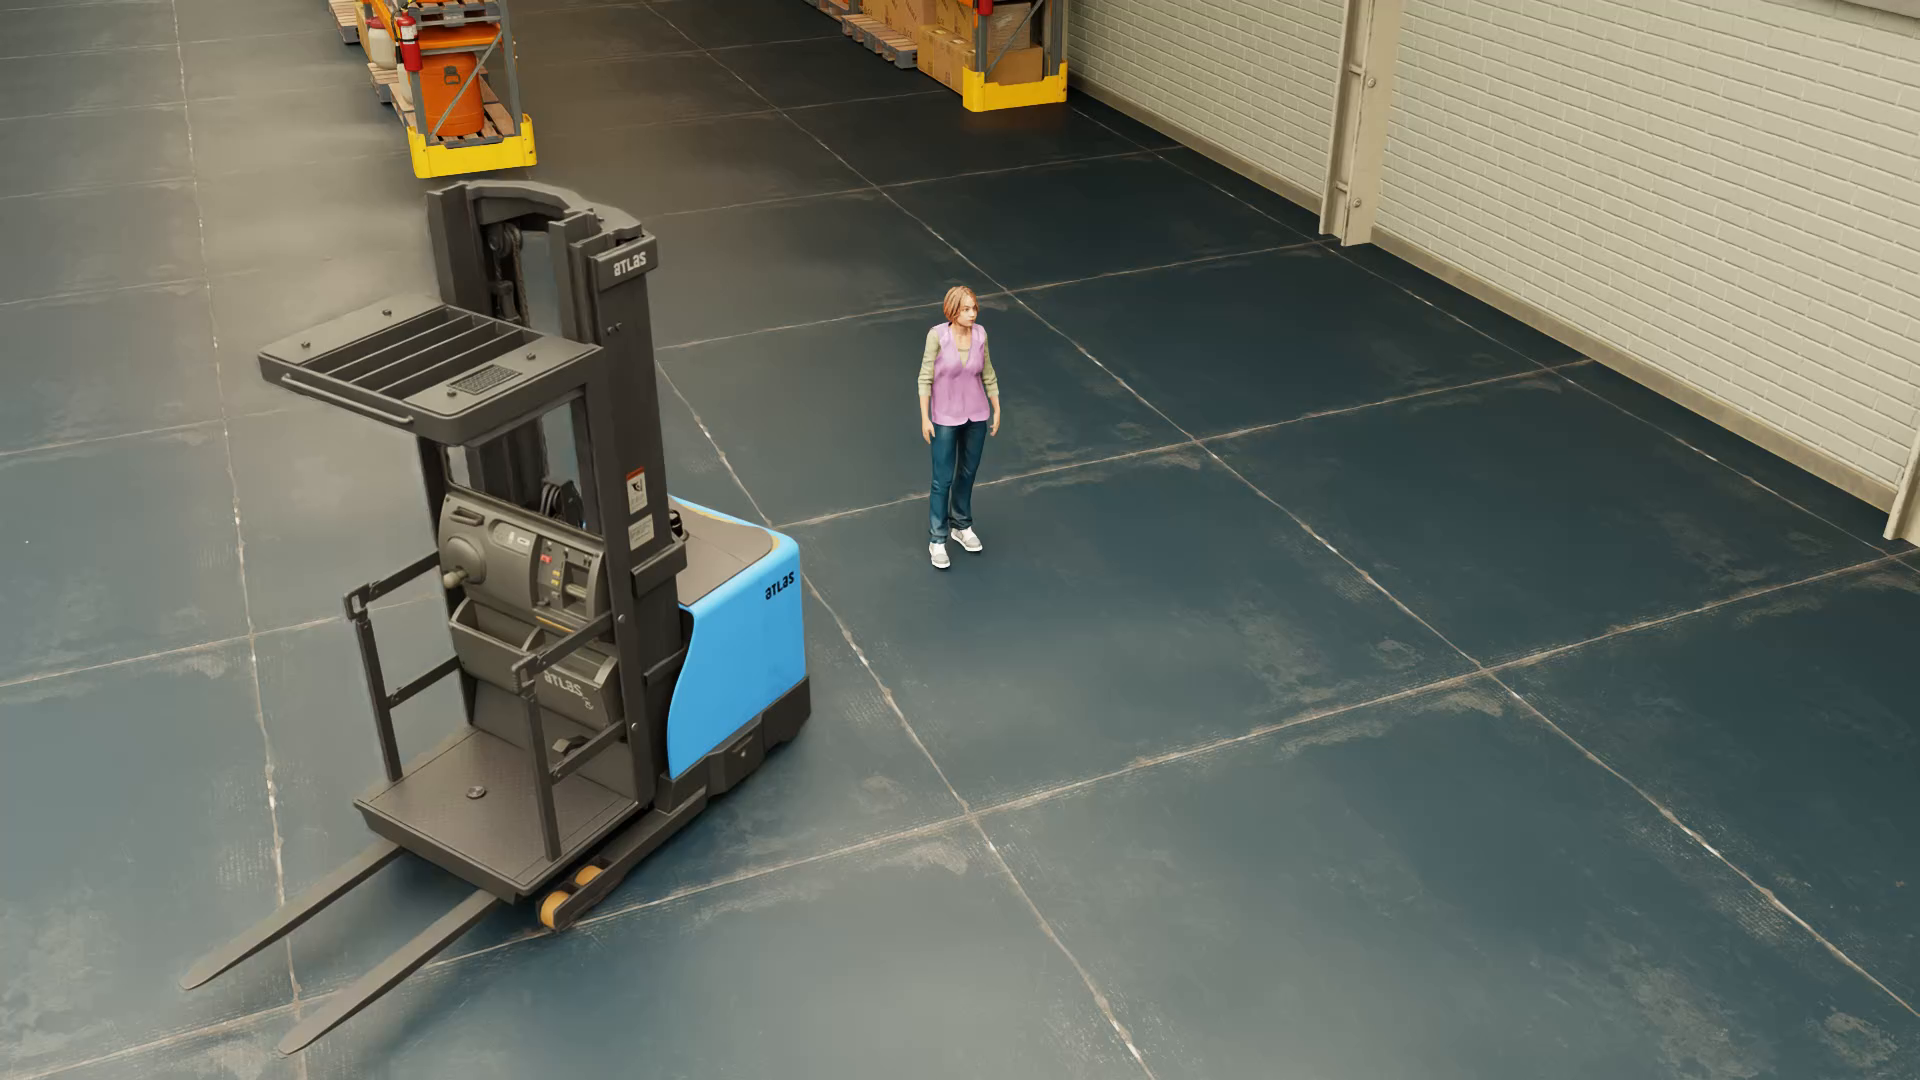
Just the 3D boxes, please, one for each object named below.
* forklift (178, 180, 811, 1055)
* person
[{"bbox_3d":[-1.979,0.135,6.884,1.130,2.935,3.031,18,34,28],"label":"forklift"},{"bbox_3d":[0.017,-0.663,9.608,0.520,1.599,0.473,-12,32,-20],"label":"person"}]
